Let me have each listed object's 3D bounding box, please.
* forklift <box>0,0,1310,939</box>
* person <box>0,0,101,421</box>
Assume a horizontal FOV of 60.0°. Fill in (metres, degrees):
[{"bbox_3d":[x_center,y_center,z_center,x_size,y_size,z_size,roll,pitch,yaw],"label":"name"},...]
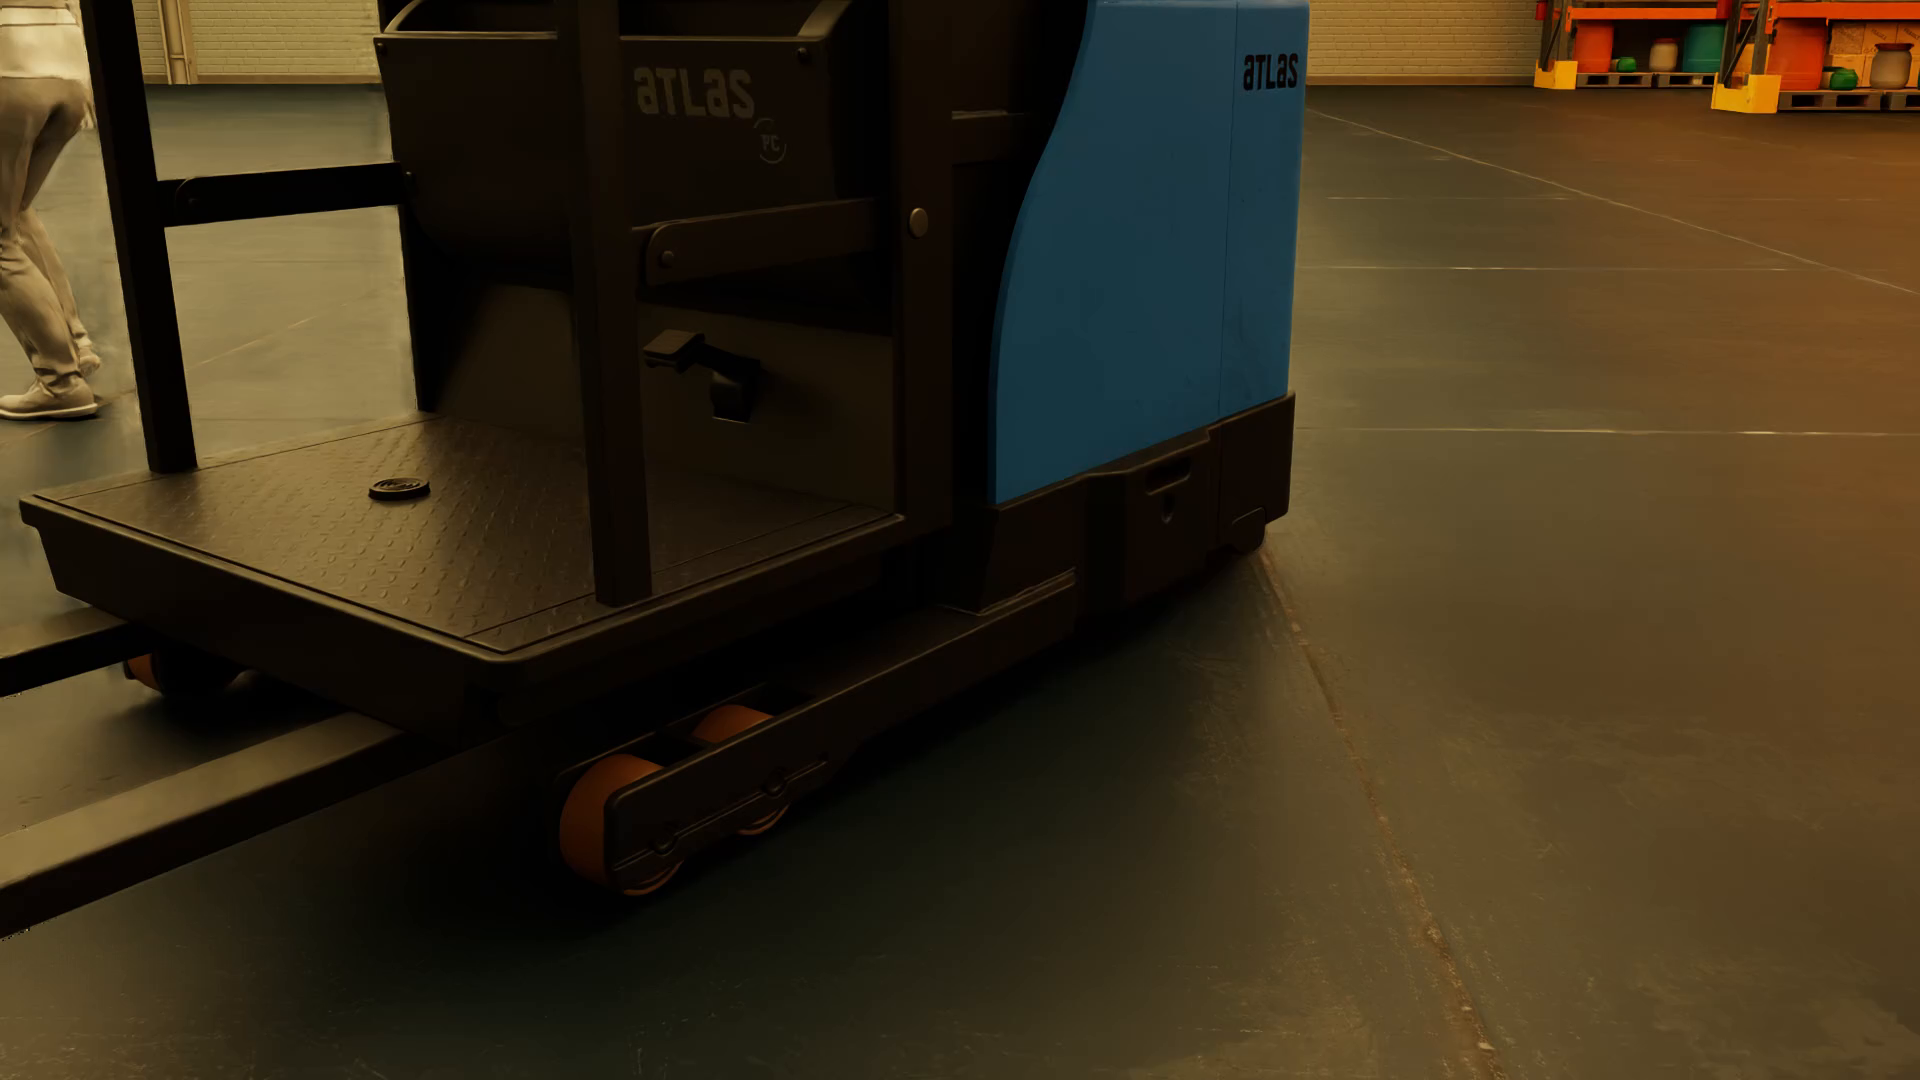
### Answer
[{"bbox_3d":[-0.628,-1.137,2.090,1.130,2.935,3.031,13,21,35],"label":"forklift"},{"bbox_3d":[-2.470,-1.109,4.247,0.442,1.685,0.837,4,18,14],"label":"person"}]
